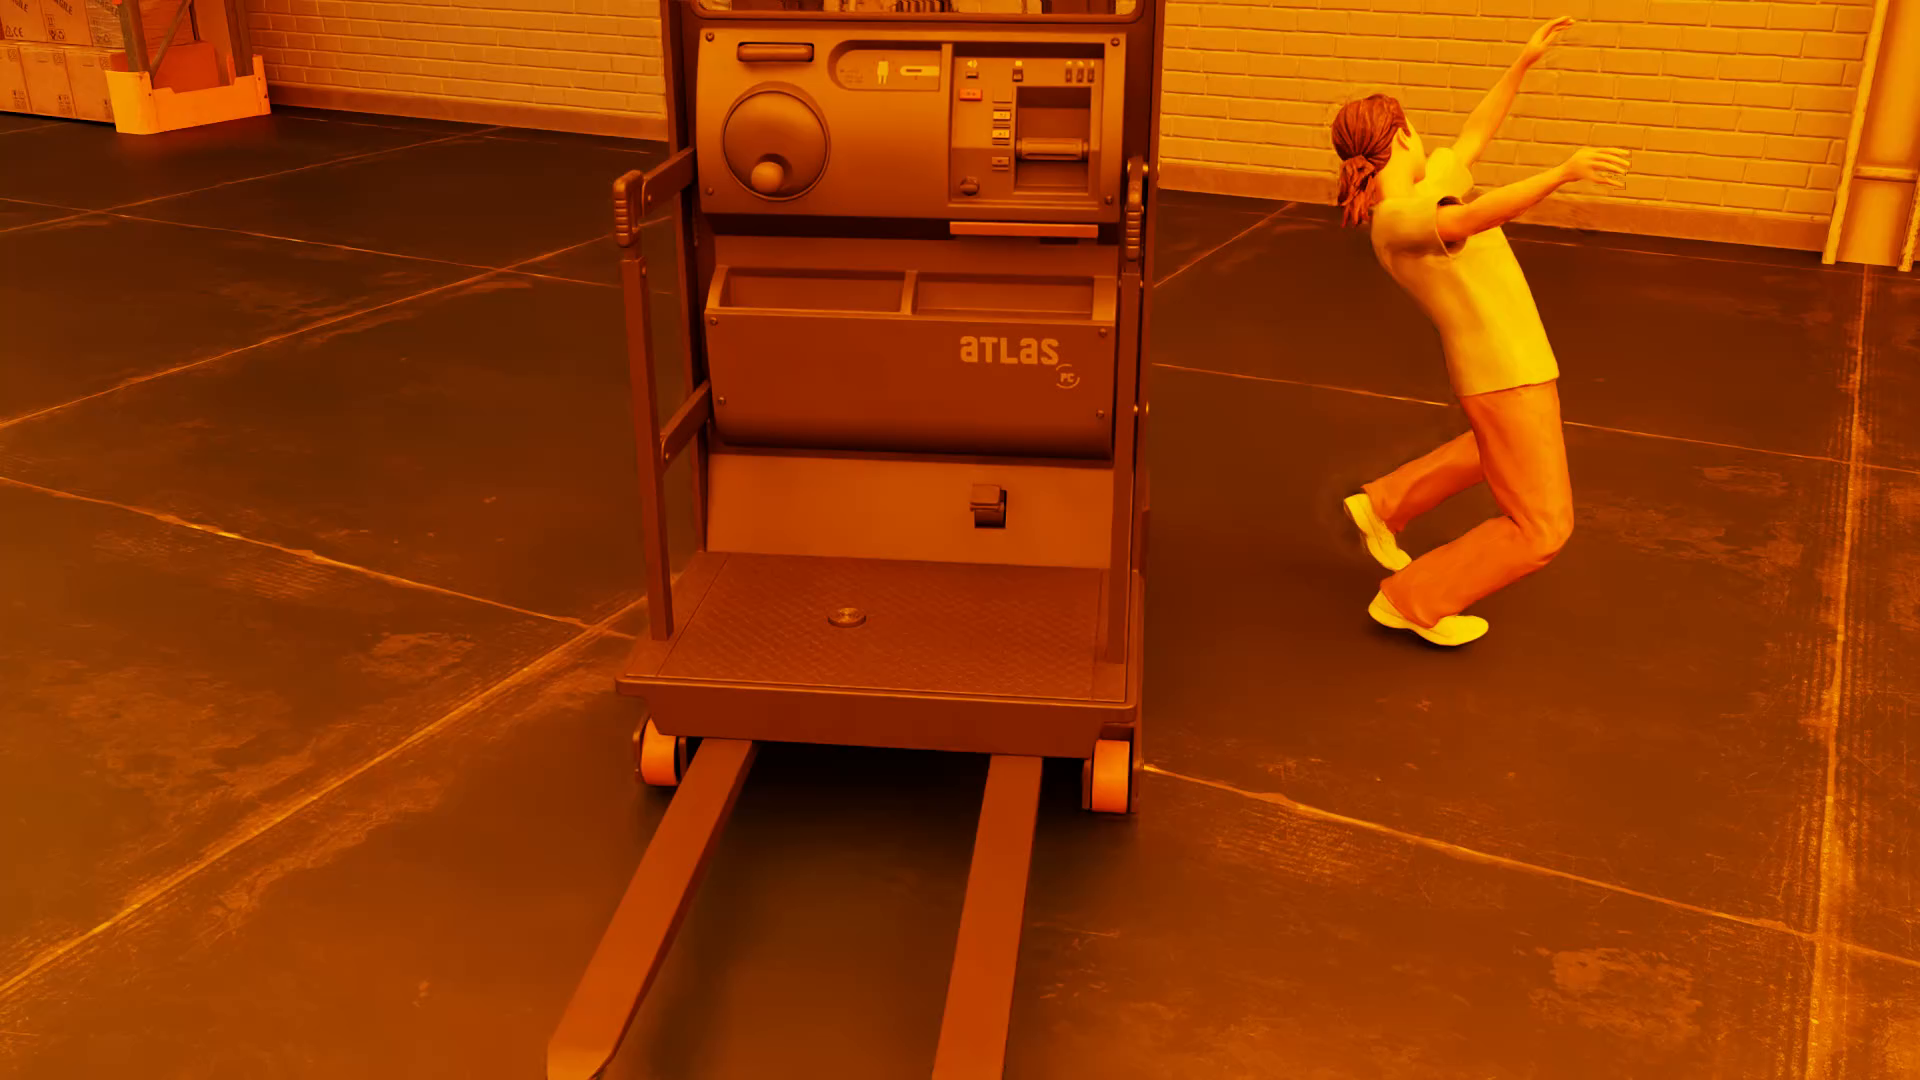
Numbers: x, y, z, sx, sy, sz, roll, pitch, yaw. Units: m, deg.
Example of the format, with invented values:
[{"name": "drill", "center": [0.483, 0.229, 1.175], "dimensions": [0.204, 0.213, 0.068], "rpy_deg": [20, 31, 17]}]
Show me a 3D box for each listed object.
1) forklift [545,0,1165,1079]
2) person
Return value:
[{"name": "forklift", "center": [-0.132, -0.890, 3.407], "dimensions": [1.130, 2.935, 3.031], "rpy_deg": [2, 23, 6]}, {"name": "person", "center": [1.232, -0.467, 4.135], "dimensions": [0.659, 1.549, 0.941], "rpy_deg": [3, 23, 7]}]
